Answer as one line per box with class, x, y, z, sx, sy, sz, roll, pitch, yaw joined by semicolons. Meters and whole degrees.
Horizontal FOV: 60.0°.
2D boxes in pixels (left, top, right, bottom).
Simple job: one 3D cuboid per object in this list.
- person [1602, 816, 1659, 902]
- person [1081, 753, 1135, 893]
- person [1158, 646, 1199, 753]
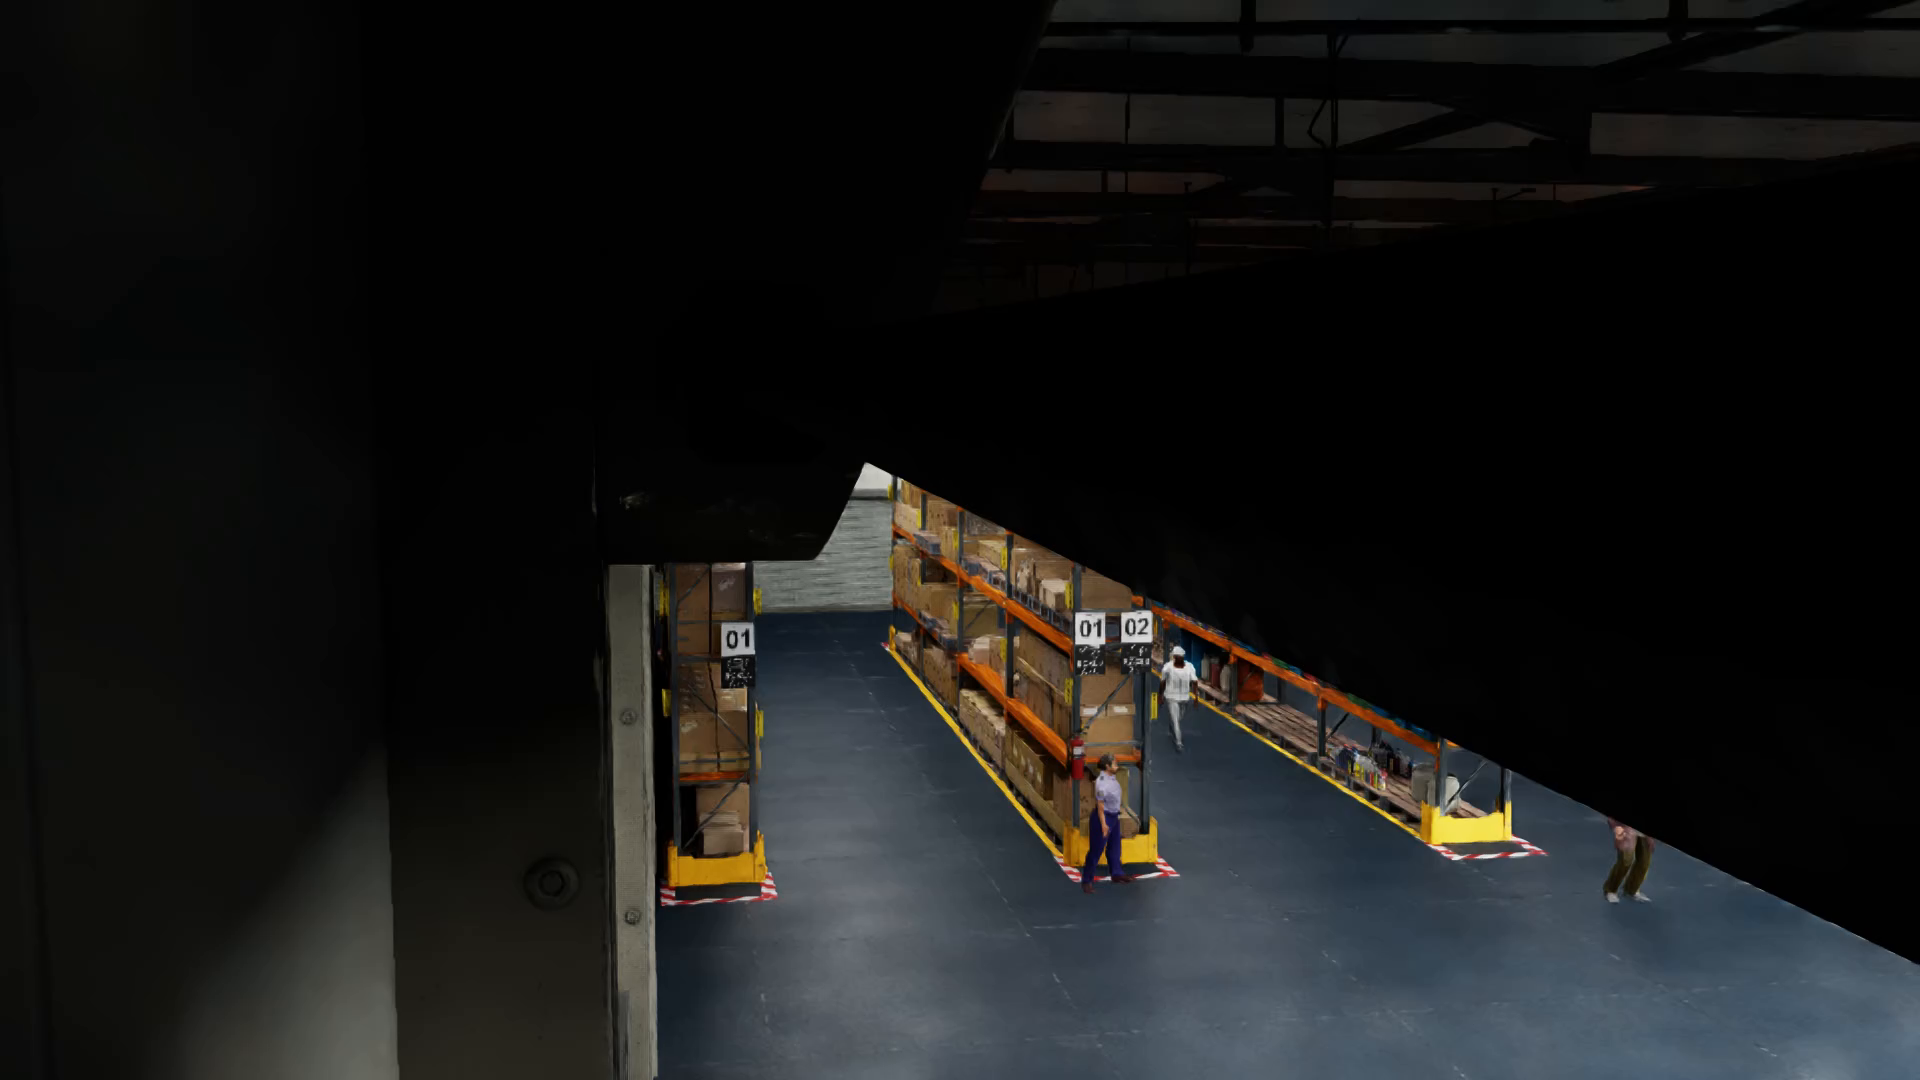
person;7.858;3.379;19.413;0.729;1.733;0.546;-1;6;-12
person;1.763;3.354;19.943;0.527;1.642;0.721;3;7;23
person;3.568;2.558;27.055;0.591;1.716;1.042;-1;6;-11
